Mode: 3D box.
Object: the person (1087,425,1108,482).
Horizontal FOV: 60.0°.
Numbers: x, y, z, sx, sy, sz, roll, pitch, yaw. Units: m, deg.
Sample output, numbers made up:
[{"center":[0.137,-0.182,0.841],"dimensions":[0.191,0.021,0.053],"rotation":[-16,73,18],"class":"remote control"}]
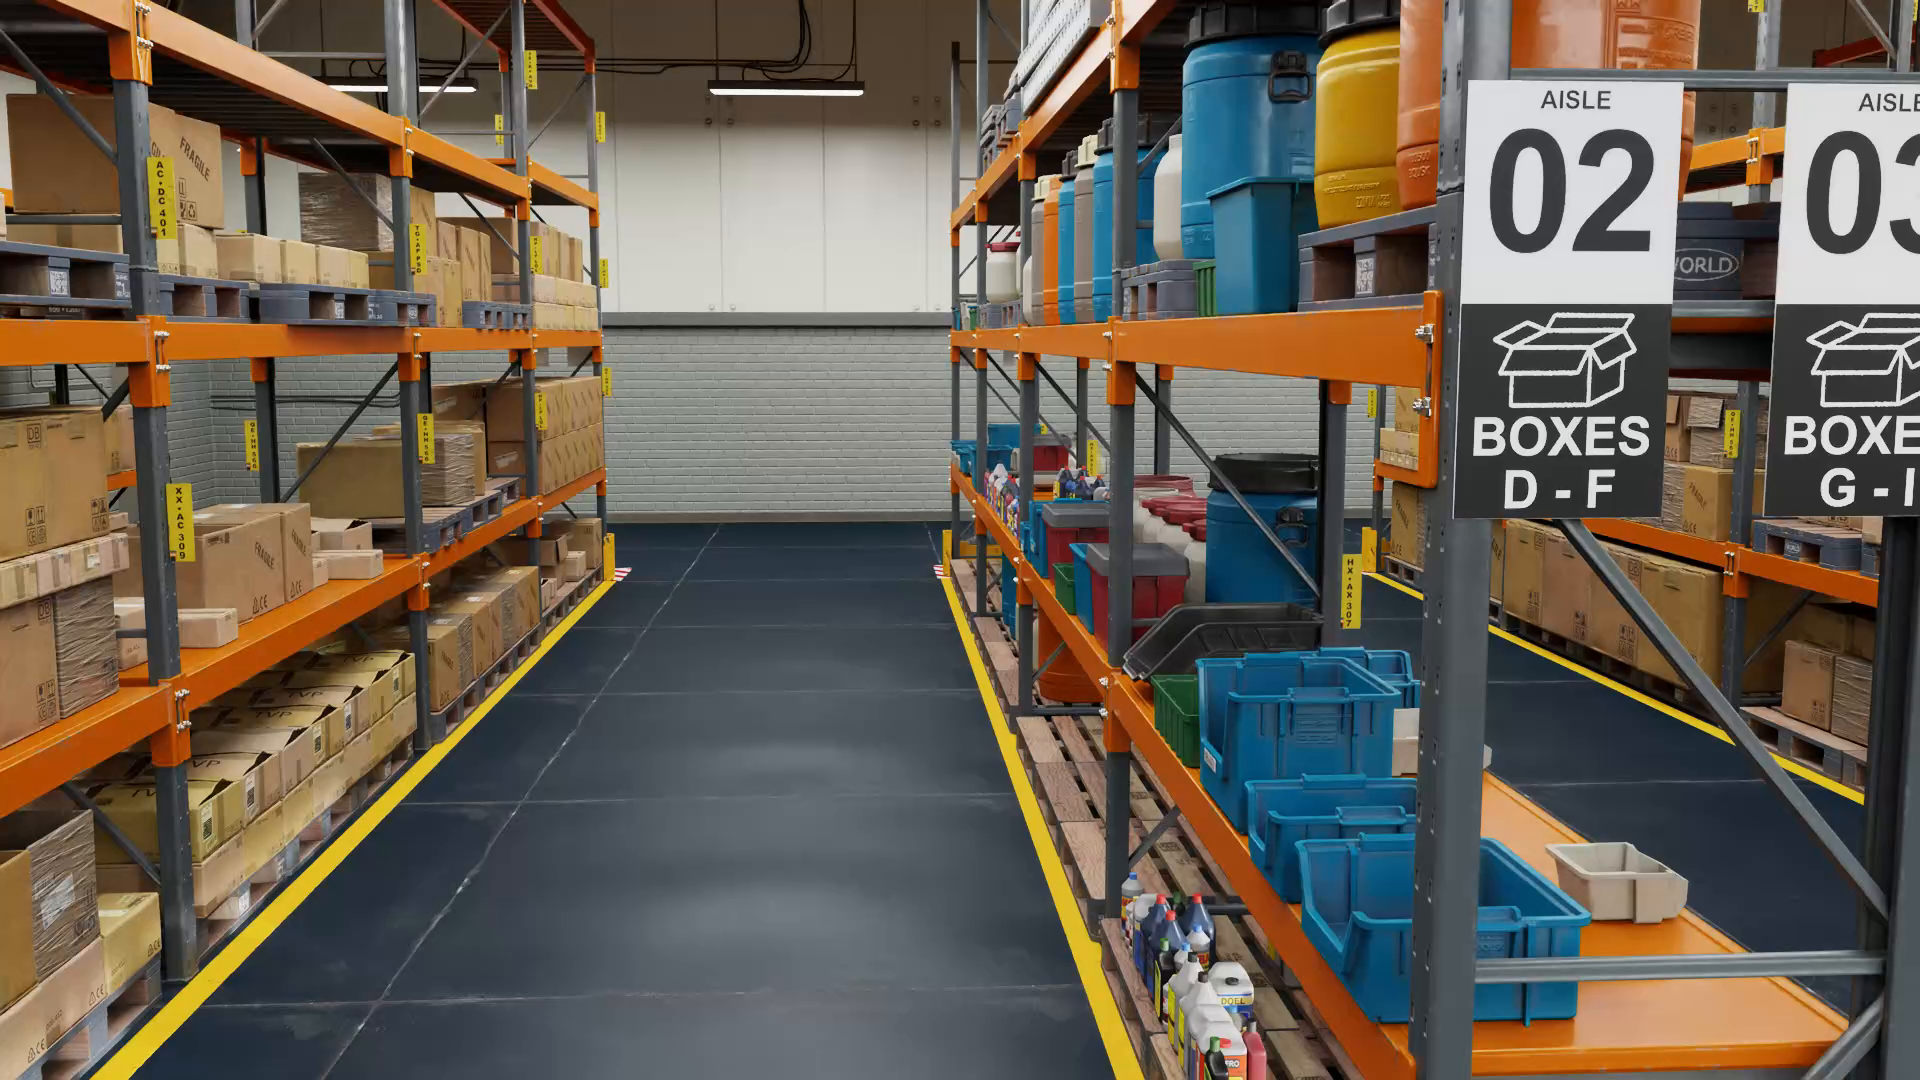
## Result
[{"center":[1.645,-0.565,20.211],"dimensions":[0.410,1.662,0.518],"rotation":[3,8,24],"class":"person"}]
